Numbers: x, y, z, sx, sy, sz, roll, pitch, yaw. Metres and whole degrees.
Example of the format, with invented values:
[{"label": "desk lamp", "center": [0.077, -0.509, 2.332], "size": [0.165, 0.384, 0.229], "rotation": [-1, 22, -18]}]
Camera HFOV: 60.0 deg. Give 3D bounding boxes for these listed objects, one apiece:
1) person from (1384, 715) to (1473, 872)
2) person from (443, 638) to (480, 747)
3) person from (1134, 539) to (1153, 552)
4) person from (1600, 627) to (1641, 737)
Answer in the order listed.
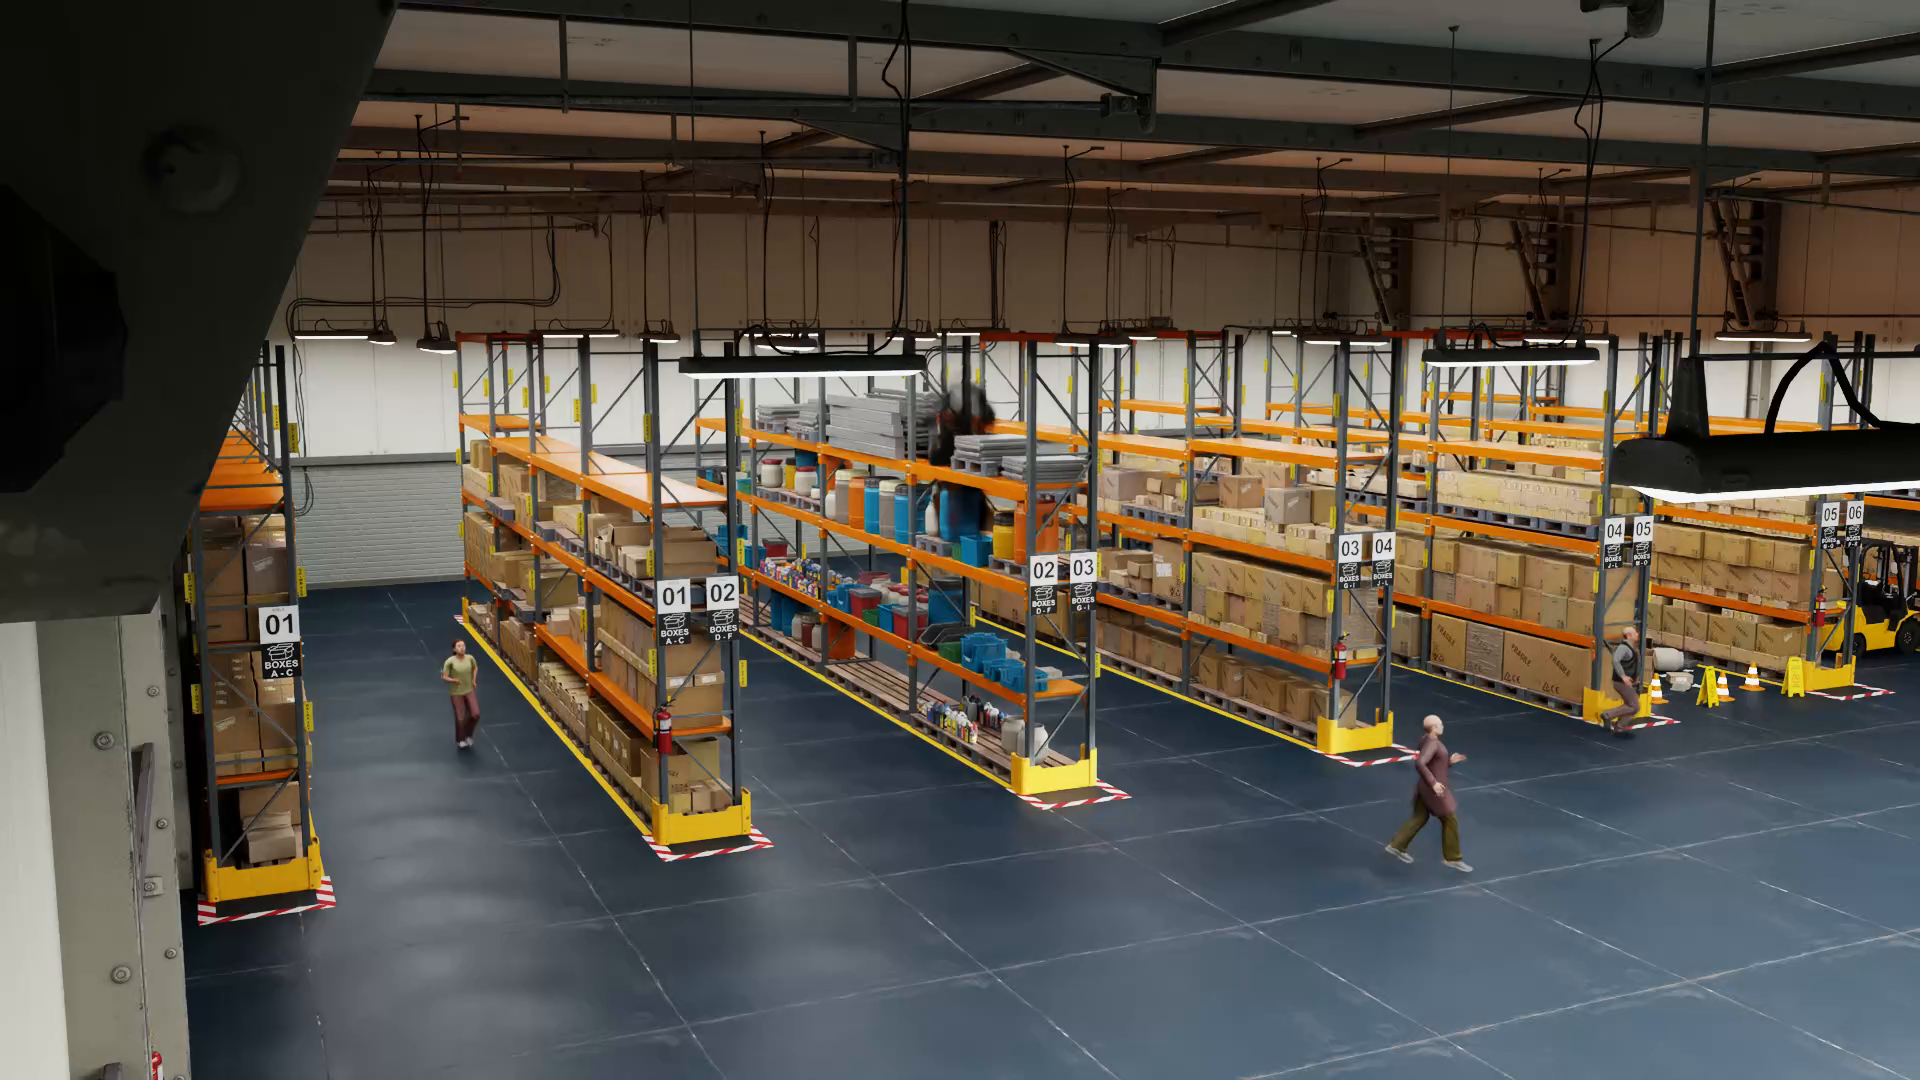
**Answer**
[{"label": "person", "center": [5.377, 2.884, 18.956], "size": [0.981, 1.807, 0.682], "rotation": [0, 8, -4]}, {"label": "person", "center": [-7.250, 2.243, 24.294], "size": [0.559, 1.629, 0.583], "rotation": [-5, 9, -33]}, {"label": "person", "center": [4.630, -0.144, 41.766], "size": [0.767, 1.726, 0.606], "rotation": [-7, 10, -41]}, {"label": "person", "center": [9.994, 2.134, 25.102], "size": [0.546, 1.673, 0.680], "rotation": [4, 9, 27]}]
